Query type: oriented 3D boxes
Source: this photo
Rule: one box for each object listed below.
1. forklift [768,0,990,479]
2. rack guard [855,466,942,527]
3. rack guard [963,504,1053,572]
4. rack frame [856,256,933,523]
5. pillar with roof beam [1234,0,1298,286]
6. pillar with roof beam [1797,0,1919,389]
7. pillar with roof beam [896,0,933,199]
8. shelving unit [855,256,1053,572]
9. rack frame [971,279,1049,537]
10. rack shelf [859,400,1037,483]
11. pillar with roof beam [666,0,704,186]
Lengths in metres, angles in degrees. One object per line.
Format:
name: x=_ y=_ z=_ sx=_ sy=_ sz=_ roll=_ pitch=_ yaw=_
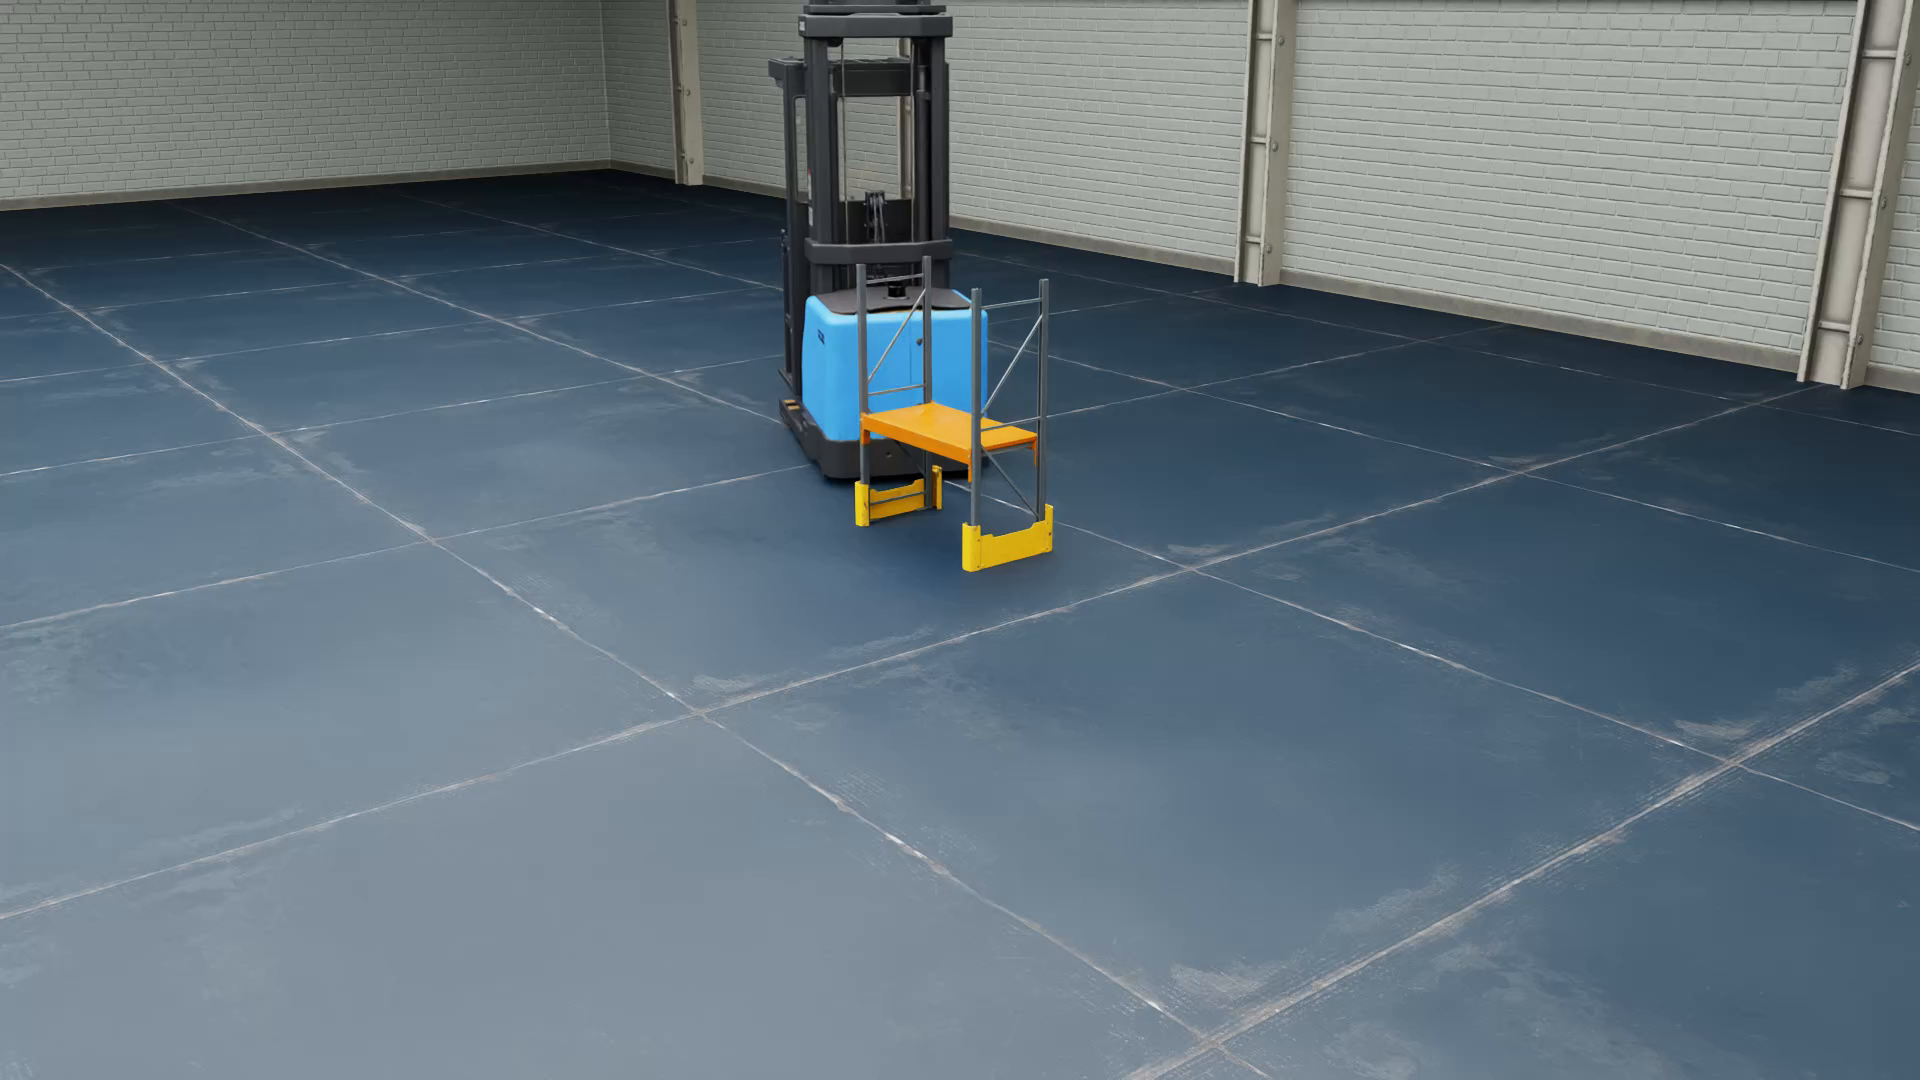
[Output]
forklift: x=-0.670 y=-2.196 z=11.333 sx=1.130 sy=2.935 sz=3.031 roll=-5 pitch=19 yaw=-13
rack guard: x=-0.357 y=-0.260 z=9.751 sx=0.587 sy=0.250 sz=0.087 roll=-14 pitch=23 yaw=-36
rack guard: x=0.262 y=-0.015 z=9.009 sx=0.587 sy=0.250 sz=0.087 roll=-14 pitch=23 yaw=-36
rack frame: x=-0.369 y=-0.858 z=9.569 sx=0.500 sy=1.500 sz=0.032 roll=-14 pitch=23 yaw=-36
pillar with roof beam: x=-0.229 y=-6.155 z=13.636 sx=9.100 sy=9.000 sz=0.400 roll=-14 pitch=23 yaw=-36
pillar with roof beam: x=3.496 y=-4.677 z=9.171 sx=9.100 sy=9.000 sz=0.400 roll=-14 pitch=23 yaw=-36
pillar with roof beam: x=-3.955 y=-7.634 z=18.101 sx=9.100 sy=9.000 sz=0.400 roll=-14 pitch=23 yaw=-36
shelving unit: x=-0.047 y=-0.731 z=9.183 sx=0.587 sy=1.500 sz=1.083 roll=-14 pitch=23 yaw=-36
rack frame: x=0.263 y=-0.608 z=8.812 sx=0.500 sy=1.500 sz=0.032 roll=-14 pitch=23 yaw=-36
rack shelf: x=-0.053 y=-0.562 z=9.247 sx=0.538 sy=0.185 sz=1.000 roll=-14 pitch=23 yaw=-36
pillar with roof beam: x=-7.680 y=-9.112 z=22.566 sx=9.100 sy=9.000 sz=0.400 roll=-14 pitch=23 yaw=-36
